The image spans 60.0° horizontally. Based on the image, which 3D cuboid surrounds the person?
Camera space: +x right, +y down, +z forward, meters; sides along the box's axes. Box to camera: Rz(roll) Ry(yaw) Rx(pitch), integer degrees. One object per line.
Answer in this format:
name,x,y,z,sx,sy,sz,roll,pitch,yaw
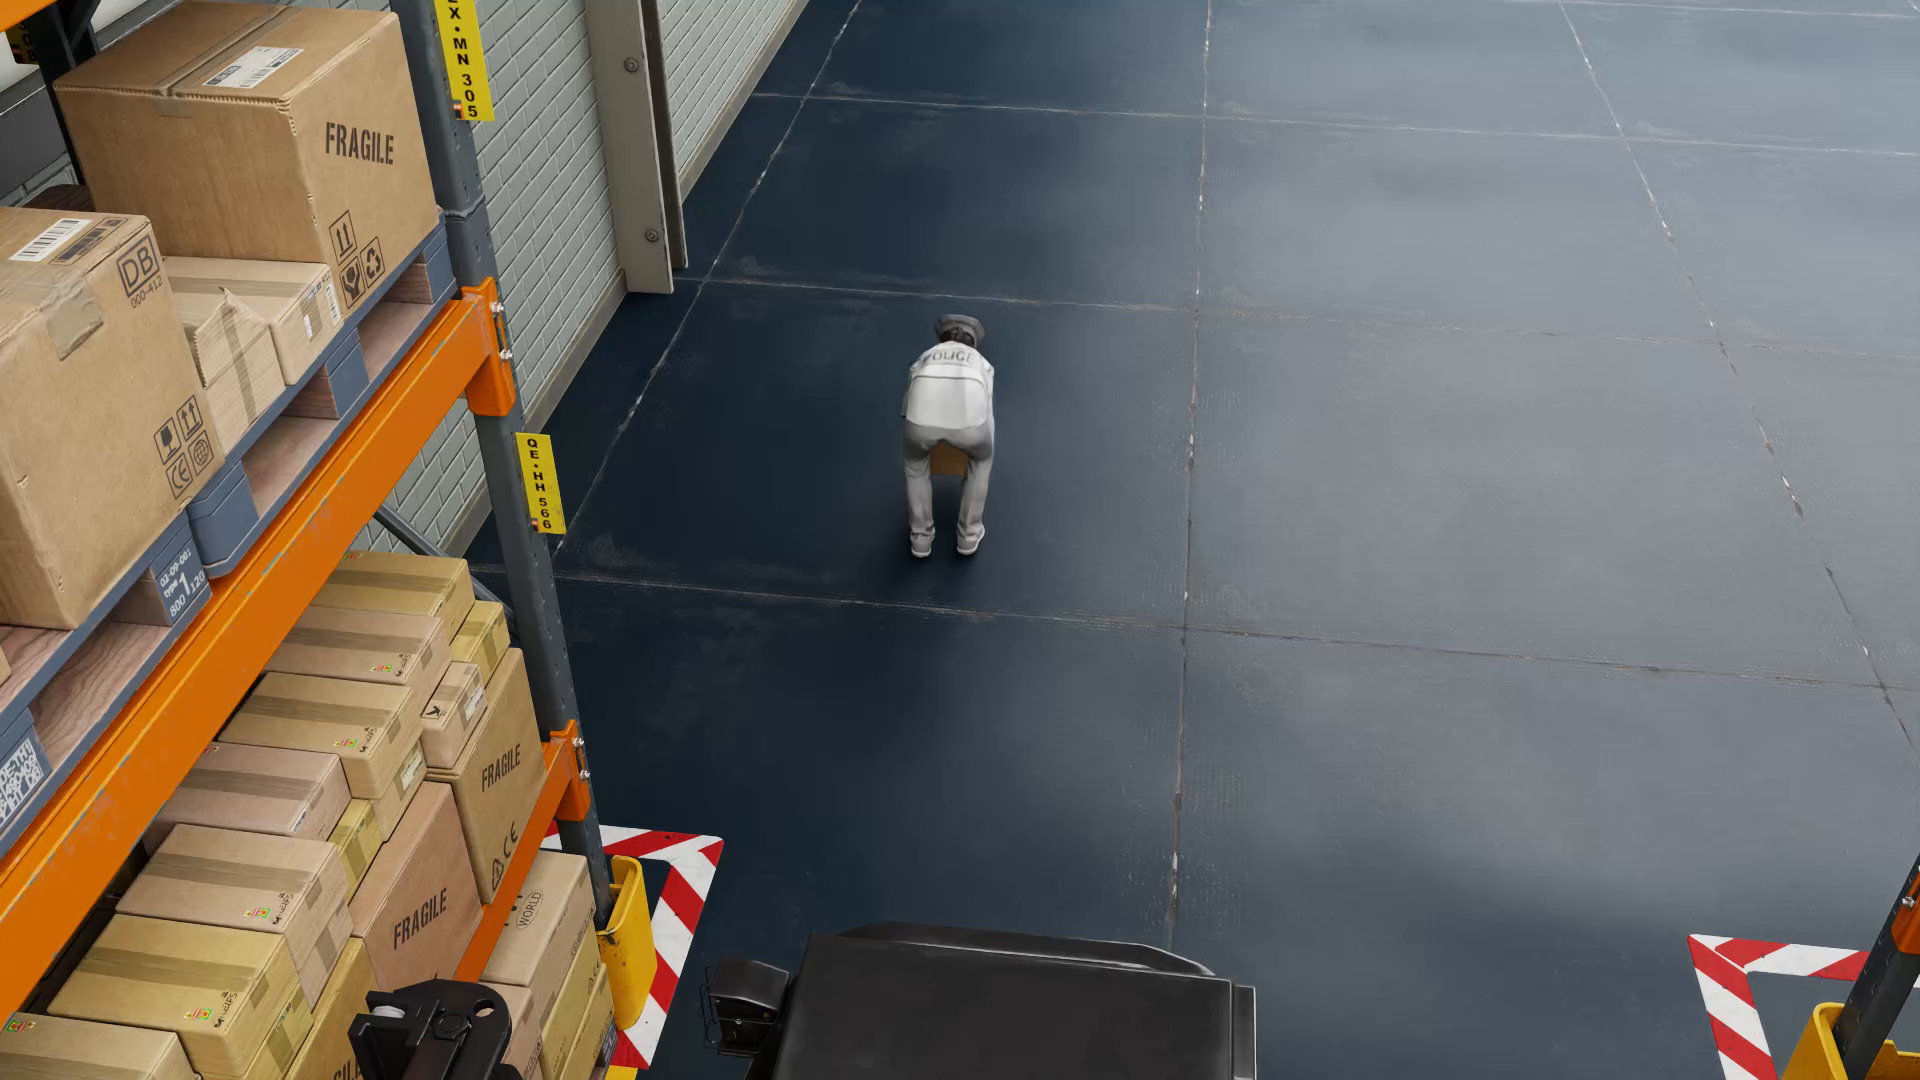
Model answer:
person,-0.047,-0.495,7.879,0.426,1.005,0.917,3,36,4
